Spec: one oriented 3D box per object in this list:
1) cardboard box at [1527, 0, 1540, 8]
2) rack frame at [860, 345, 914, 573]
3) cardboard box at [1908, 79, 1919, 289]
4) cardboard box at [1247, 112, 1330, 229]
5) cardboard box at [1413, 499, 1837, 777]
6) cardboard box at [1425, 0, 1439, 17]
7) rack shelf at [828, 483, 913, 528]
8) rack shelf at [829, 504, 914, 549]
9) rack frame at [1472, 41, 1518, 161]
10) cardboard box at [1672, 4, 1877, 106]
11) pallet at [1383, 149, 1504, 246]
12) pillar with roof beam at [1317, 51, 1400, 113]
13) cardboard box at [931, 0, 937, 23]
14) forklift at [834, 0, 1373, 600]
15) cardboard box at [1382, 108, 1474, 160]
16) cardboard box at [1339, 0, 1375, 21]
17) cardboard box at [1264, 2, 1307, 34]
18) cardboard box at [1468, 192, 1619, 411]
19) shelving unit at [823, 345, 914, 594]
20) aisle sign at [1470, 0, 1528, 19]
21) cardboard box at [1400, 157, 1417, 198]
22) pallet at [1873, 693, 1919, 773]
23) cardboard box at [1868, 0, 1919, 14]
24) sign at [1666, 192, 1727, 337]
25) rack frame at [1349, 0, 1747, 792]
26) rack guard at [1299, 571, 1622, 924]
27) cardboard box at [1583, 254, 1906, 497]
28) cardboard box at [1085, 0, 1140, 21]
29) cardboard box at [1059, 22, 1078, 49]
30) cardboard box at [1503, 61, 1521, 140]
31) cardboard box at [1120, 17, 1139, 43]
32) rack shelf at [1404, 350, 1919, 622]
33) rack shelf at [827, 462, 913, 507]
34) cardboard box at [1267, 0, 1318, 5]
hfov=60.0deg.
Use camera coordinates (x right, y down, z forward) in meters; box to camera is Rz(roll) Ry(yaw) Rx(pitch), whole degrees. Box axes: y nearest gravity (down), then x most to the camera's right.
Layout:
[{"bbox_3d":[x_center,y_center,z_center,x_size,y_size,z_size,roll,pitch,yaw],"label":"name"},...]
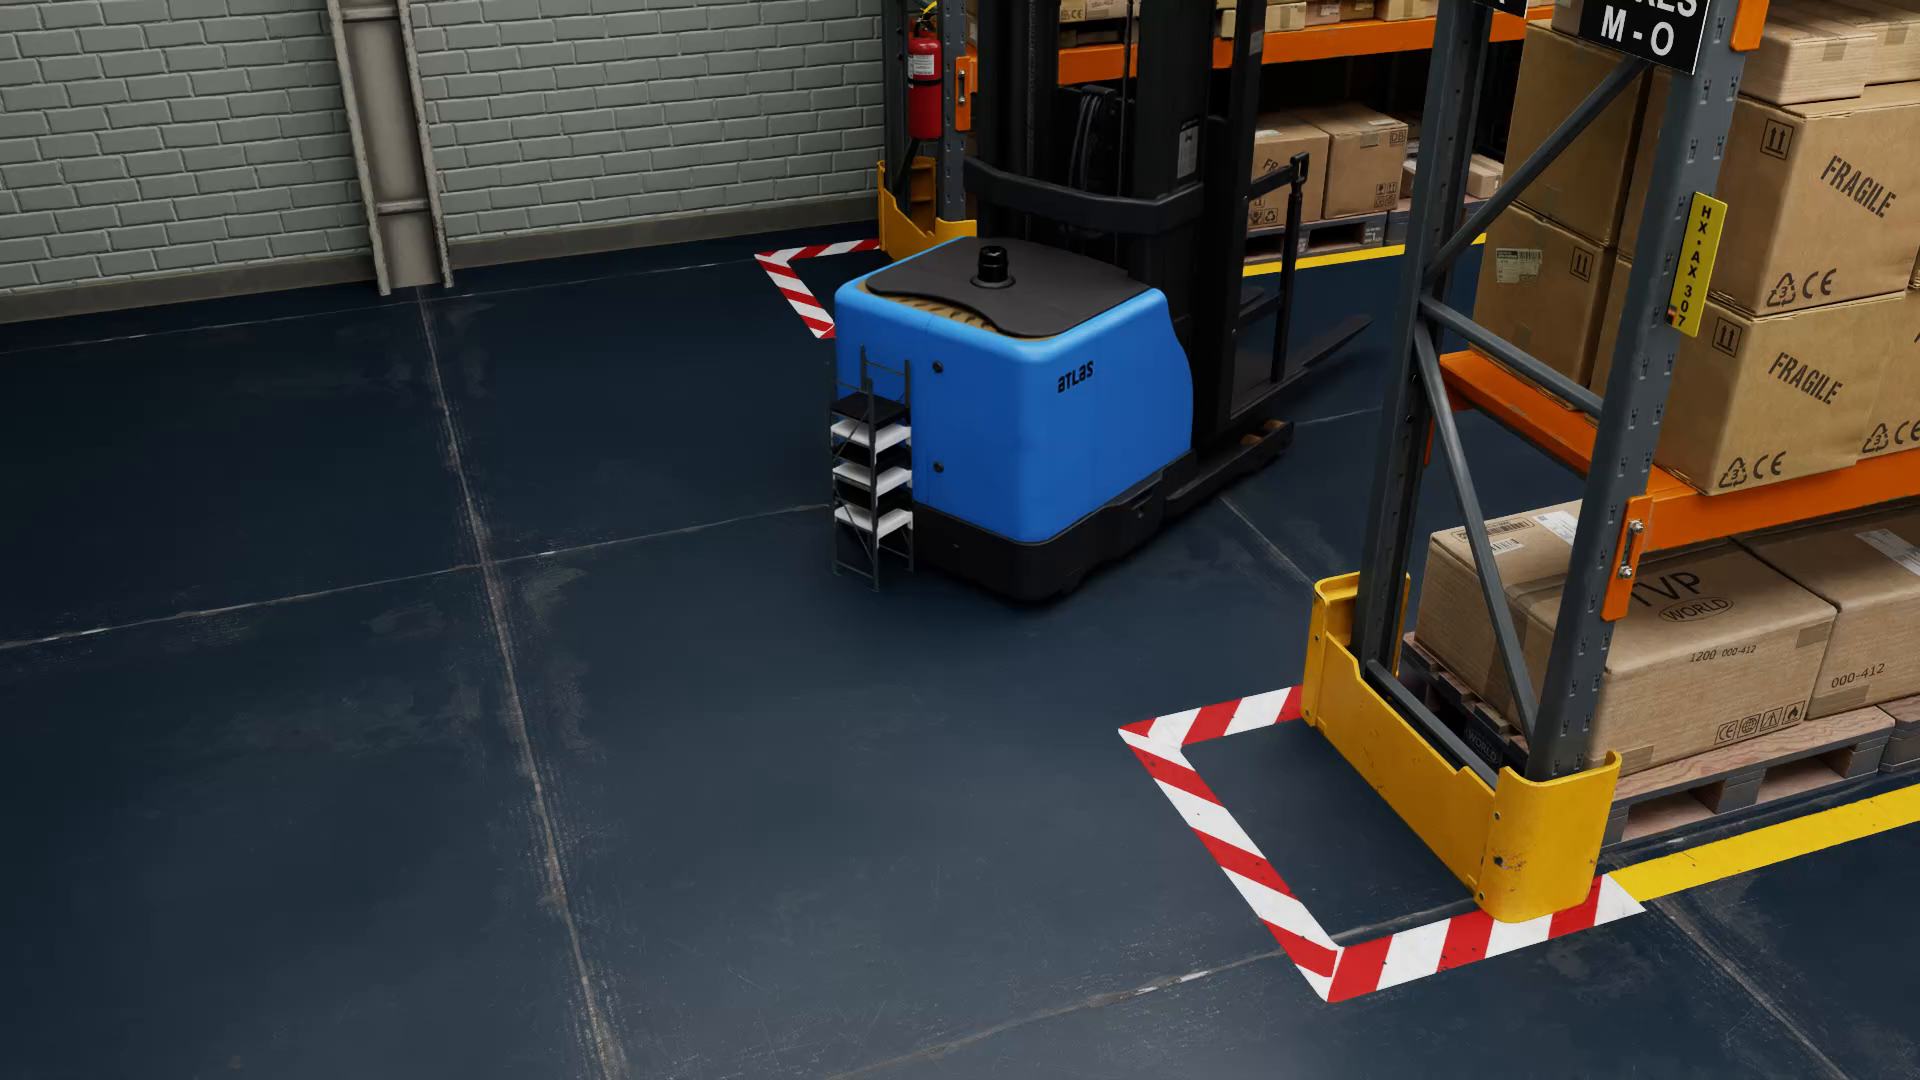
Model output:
[{"bbox_3d":[3.102,-3.147,9.497,0.250,0.149,0.380,-10,31,-16],"label":"cardboard box"},{"bbox_3d":[-0.277,-0.301,6.369,0.240,0.900,0.006,22,36,33],"label":"rack frame"},{"bbox_3d":[2.565,-1.012,4.384,0.500,0.500,0.500,-11,32,-19],"label":"cardboard box"},{"bbox_3d":[1.752,-2.125,9.551,0.500,0.500,0.500,-10,31,-17],"label":"cardboard box"},{"bbox_3d":[2.118,0.280,5.393,0.875,0.438,0.875,-12,32,-19],"label":"cardboard box"},{"bbox_3d":[2.611,-3.058,9.341,0.250,0.149,0.380,-10,31,-16],"label":"cardboard box"},{"bbox_3d":[-0.342,-0.155,6.361,0.258,0.077,0.200,22,36,33],"label":"rack shelf"},{"bbox_3d":[-0.342,-0.076,6.406,0.258,0.077,0.200,22,36,33],"label":"rack shelf"},{"bbox_3d":[3.549,-3.483,9.834,0.127,3.000,1.000,-10,31,-18],"label":"rack frame"},{"bbox_3d":[1.964,-1.183,4.030,0.250,0.149,0.380,-10,31,-17],"label":"cardboard box"},{"bbox_3d":[2.905,-2.154,10.317,1.213,0.211,1.003,-10,31,-18],"label":"pallet"},{"bbox_3d":[4.083,-4.391,5.366,0.400,9.000,9.100,-10,31,-18],"label":"pillar with roof beam"},{"bbox_3d":[0.017,-2.865,9.003,0.250,0.149,0.380,-11,31,-18],"label":"cardboard box"},{"bbox_3d":[0.830,-1.708,6.787,1.130,2.935,3.031,22,36,33],"label":"forklift"},{"bbox_3d":[2.847,-2.493,10.388,0.500,0.311,0.500,-9,31,-16],"label":"cardboard box"},{"bbox_3d":[2.101,-3.008,9.254,0.250,0.149,0.380,-10,31,-17],"label":"cardboard box"},{"bbox_3d":[1.668,-2.867,9.007,0.250,0.149,0.380,-10,31,-16],"label":"cardboard box"},{"bbox_3d":[1.894,-0.740,4.918,0.500,0.500,0.500,-10,31,-17],"label":"cardboard box"},{"bbox_3d":[-0.342,-0.262,6.300,0.258,0.900,0.210,22,36,33],"label":"shelving unit"},{"bbox_3d":[1.359,-1.752,4.168,0.004,0.787,0.394,-10,31,-18],"label":"aisle sign"},{"bbox_3d":[2.795,-2.184,9.891,0.258,0.266,0.396,-9,31,-16],"label":"cardboard box"},{"bbox_3d":[3.398,0.338,5.944,1.213,0.211,1.003,-10,31,-18],"label":"pallet"},{"bbox_3d":[2.468,-1.253,4.153,0.250,0.149,0.380,-9,31,-16],"label":"cardboard box"},{"bbox_3d":[1.722,-0.643,3.893,0.005,0.325,0.100,-10,31,-18],"label":"sign"},{"bbox_3d":[1.534,-0.491,4.581,0.127,3.000,1.000,-10,31,-18],"label":"rack frame"},{"bbox_3d":[1.512,0.600,5.192,0.348,0.500,1.175,-10,31,-18],"label":"rack guard"},{"bbox_3d":[2.084,-0.484,4.468,0.500,0.500,0.500,-11,31,-18],"label":"cardboard box"},{"bbox_3d":[0.792,-2.897,8.656,0.500,0.250,0.500,-10,31,-17],"label":"cardboard box"},{"bbox_3d":[0.426,-2.679,8.675,0.250,0.149,0.380,-10,31,-16],"label":"cardboard box"},{"bbox_3d":[3.906,-2.802,10.738,0.500,0.500,0.500,-11,31,-18],"label":"cardboard box"},{"bbox_3d":[0.919,-2.755,8.810,0.250,0.149,0.380,-9,31,-16],"label":"cardboard box"},{"bbox_3d":[3.409,-0.523,5.365,4.000,0.370,1.077,-10,31,-18],"label":"rack shelf"},{"bbox_3d":[-0.342,-0.233,6.317,0.258,0.077,0.200,22,36,33],"label":"rack shelf"},{"bbox_3d":[1.738,-3.085,8.985,0.500,0.250,0.500,-11,32,-19],"label":"cardboard box"}]
